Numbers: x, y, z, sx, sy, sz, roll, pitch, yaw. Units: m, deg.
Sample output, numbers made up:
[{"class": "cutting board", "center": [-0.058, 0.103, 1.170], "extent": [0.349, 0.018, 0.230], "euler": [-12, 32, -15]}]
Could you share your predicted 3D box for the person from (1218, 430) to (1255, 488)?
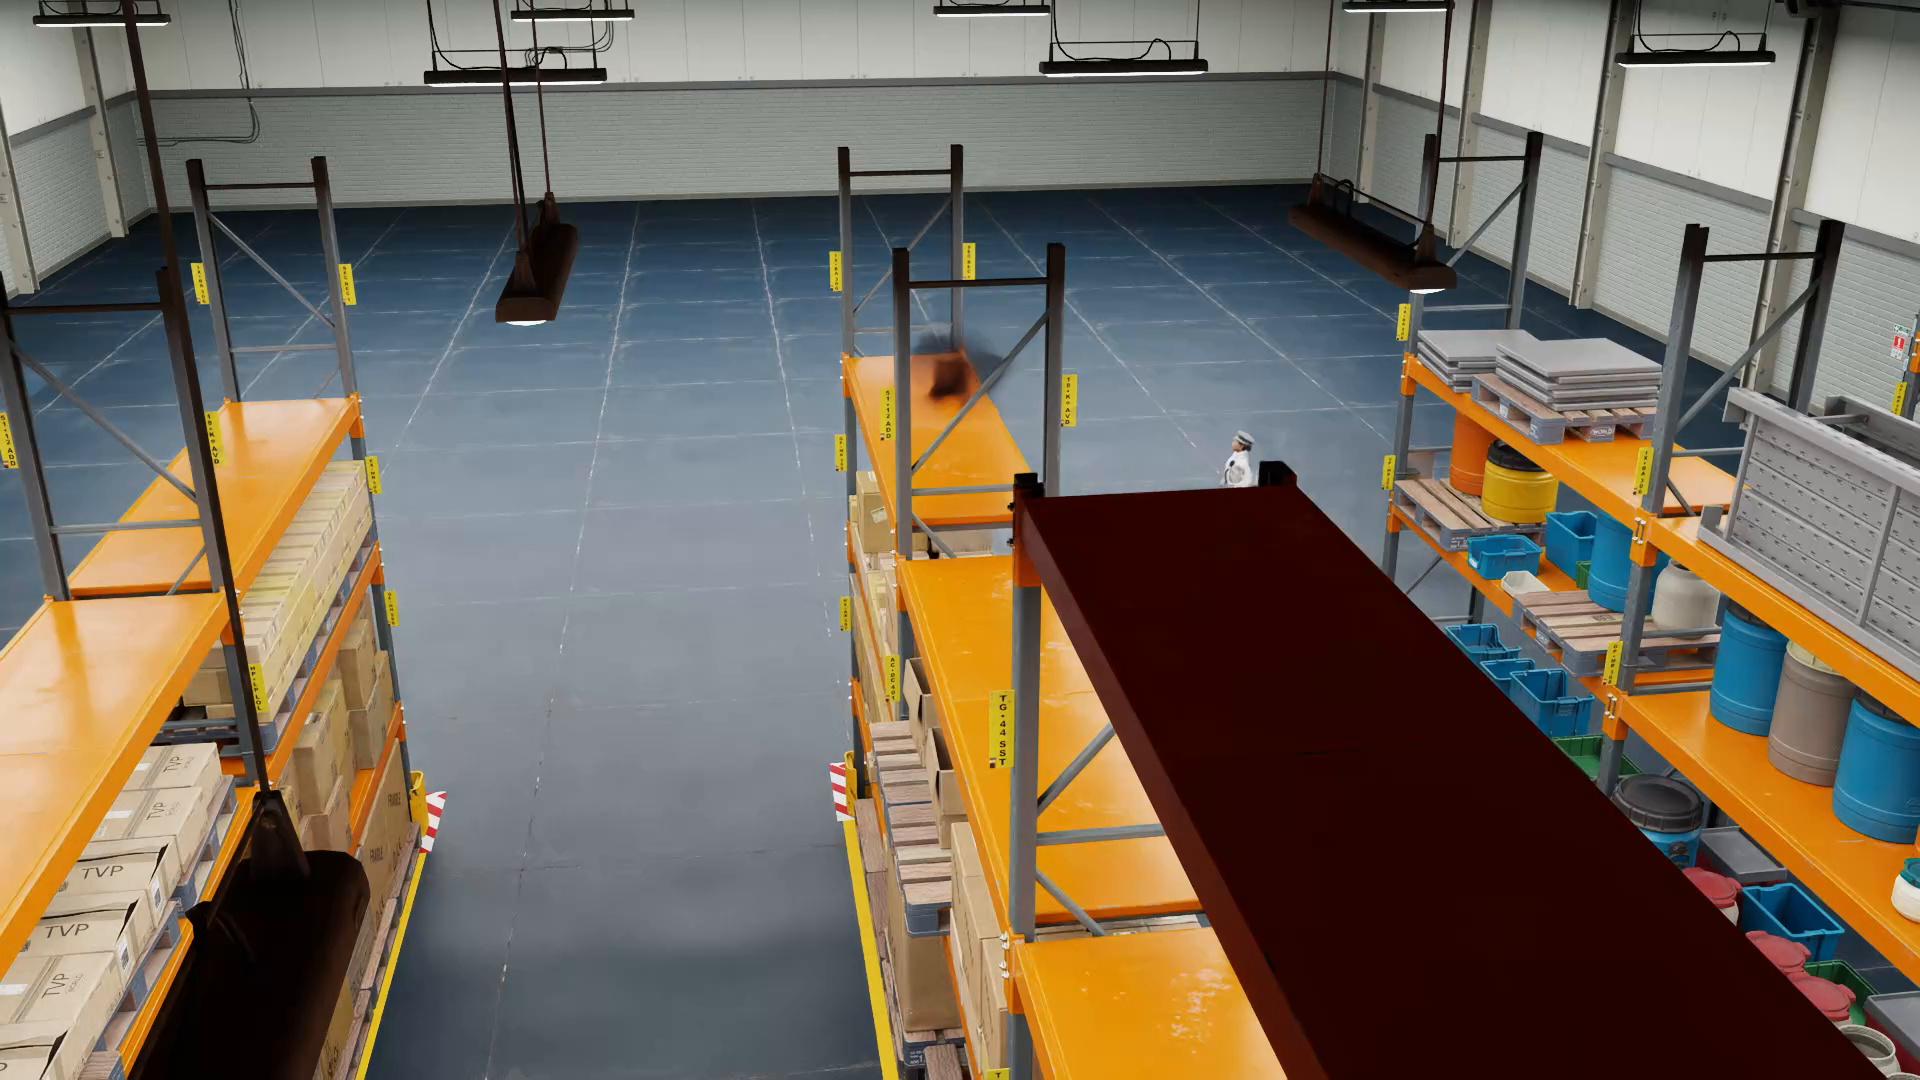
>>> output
[{"class": "person", "center": [3.517, -0.583, 20.881], "extent": [0.642, 1.658, 0.615], "euler": [3, 22, 8]}]
